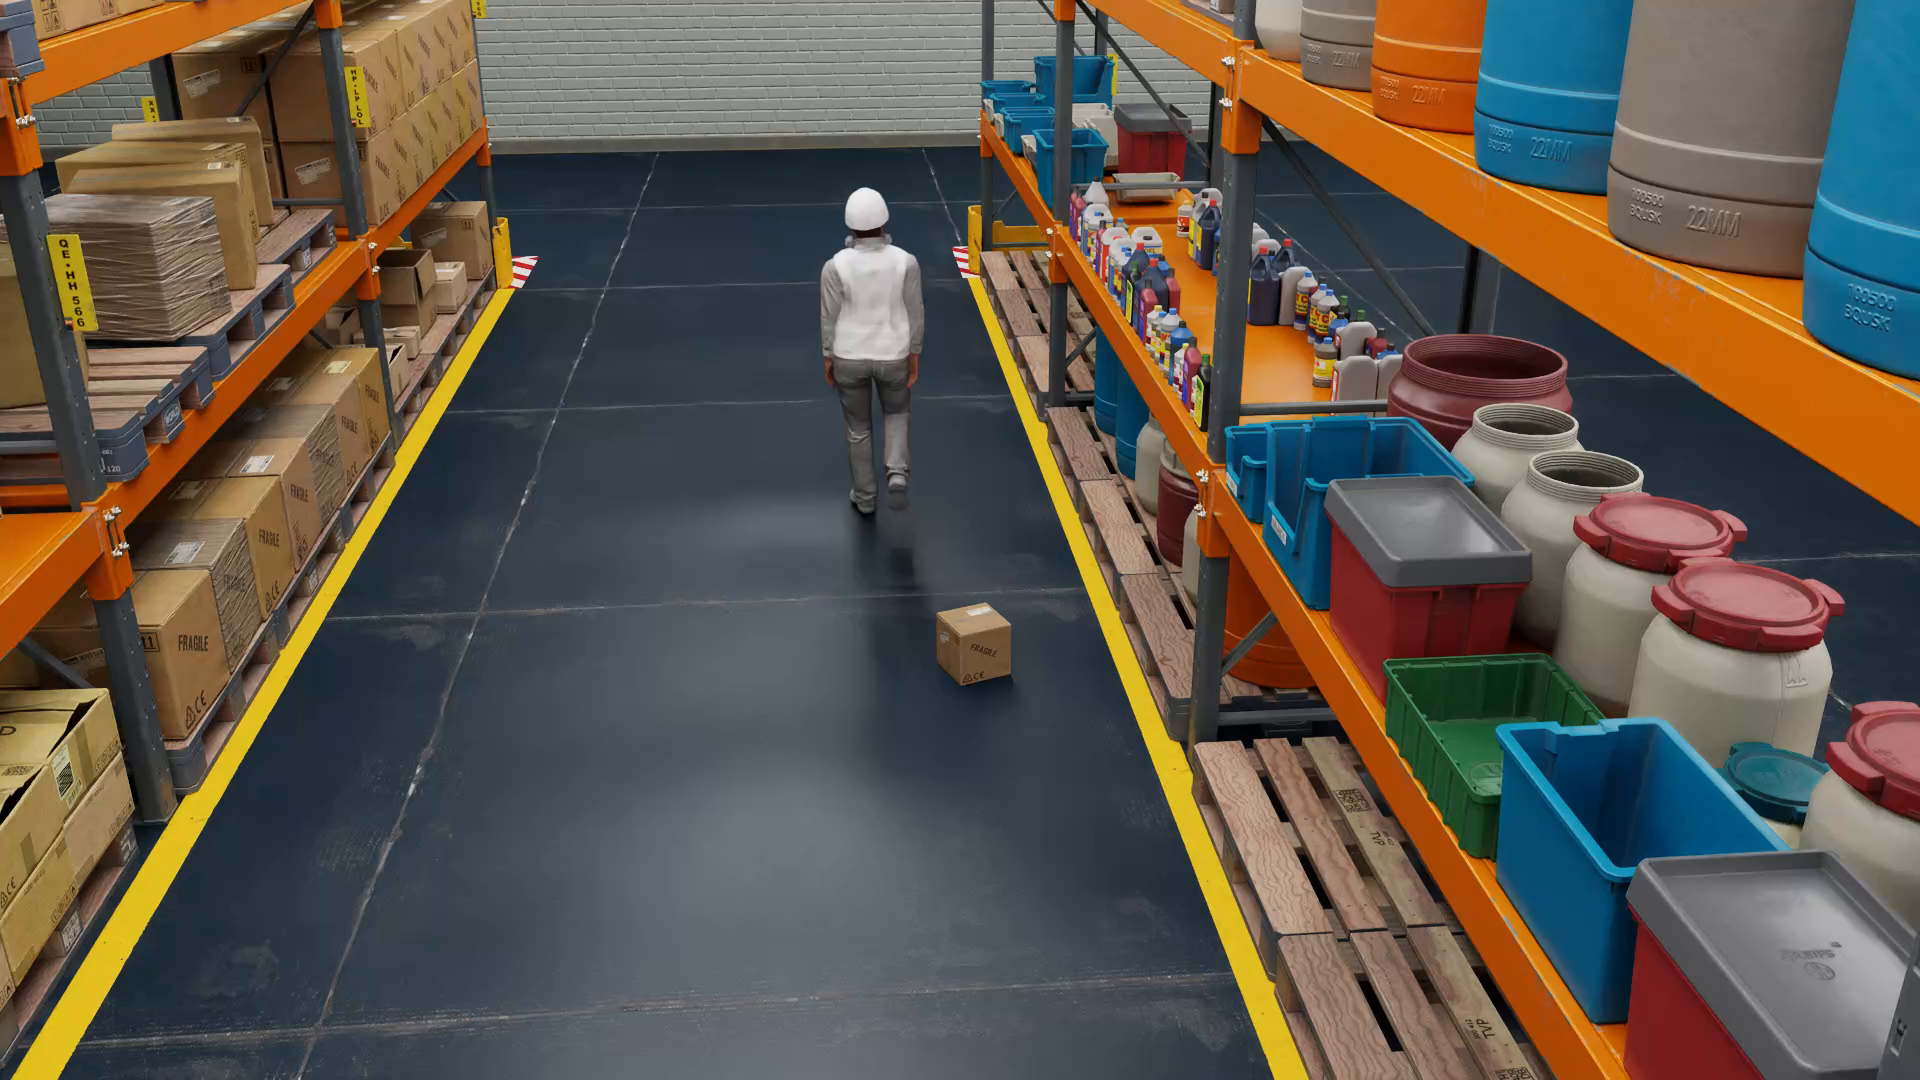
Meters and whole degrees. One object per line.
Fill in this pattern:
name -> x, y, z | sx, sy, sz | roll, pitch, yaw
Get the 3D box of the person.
person -> -0.456, -0.970, 8.738 | 0.538, 1.759, 0.516 | -4, 24, -9
